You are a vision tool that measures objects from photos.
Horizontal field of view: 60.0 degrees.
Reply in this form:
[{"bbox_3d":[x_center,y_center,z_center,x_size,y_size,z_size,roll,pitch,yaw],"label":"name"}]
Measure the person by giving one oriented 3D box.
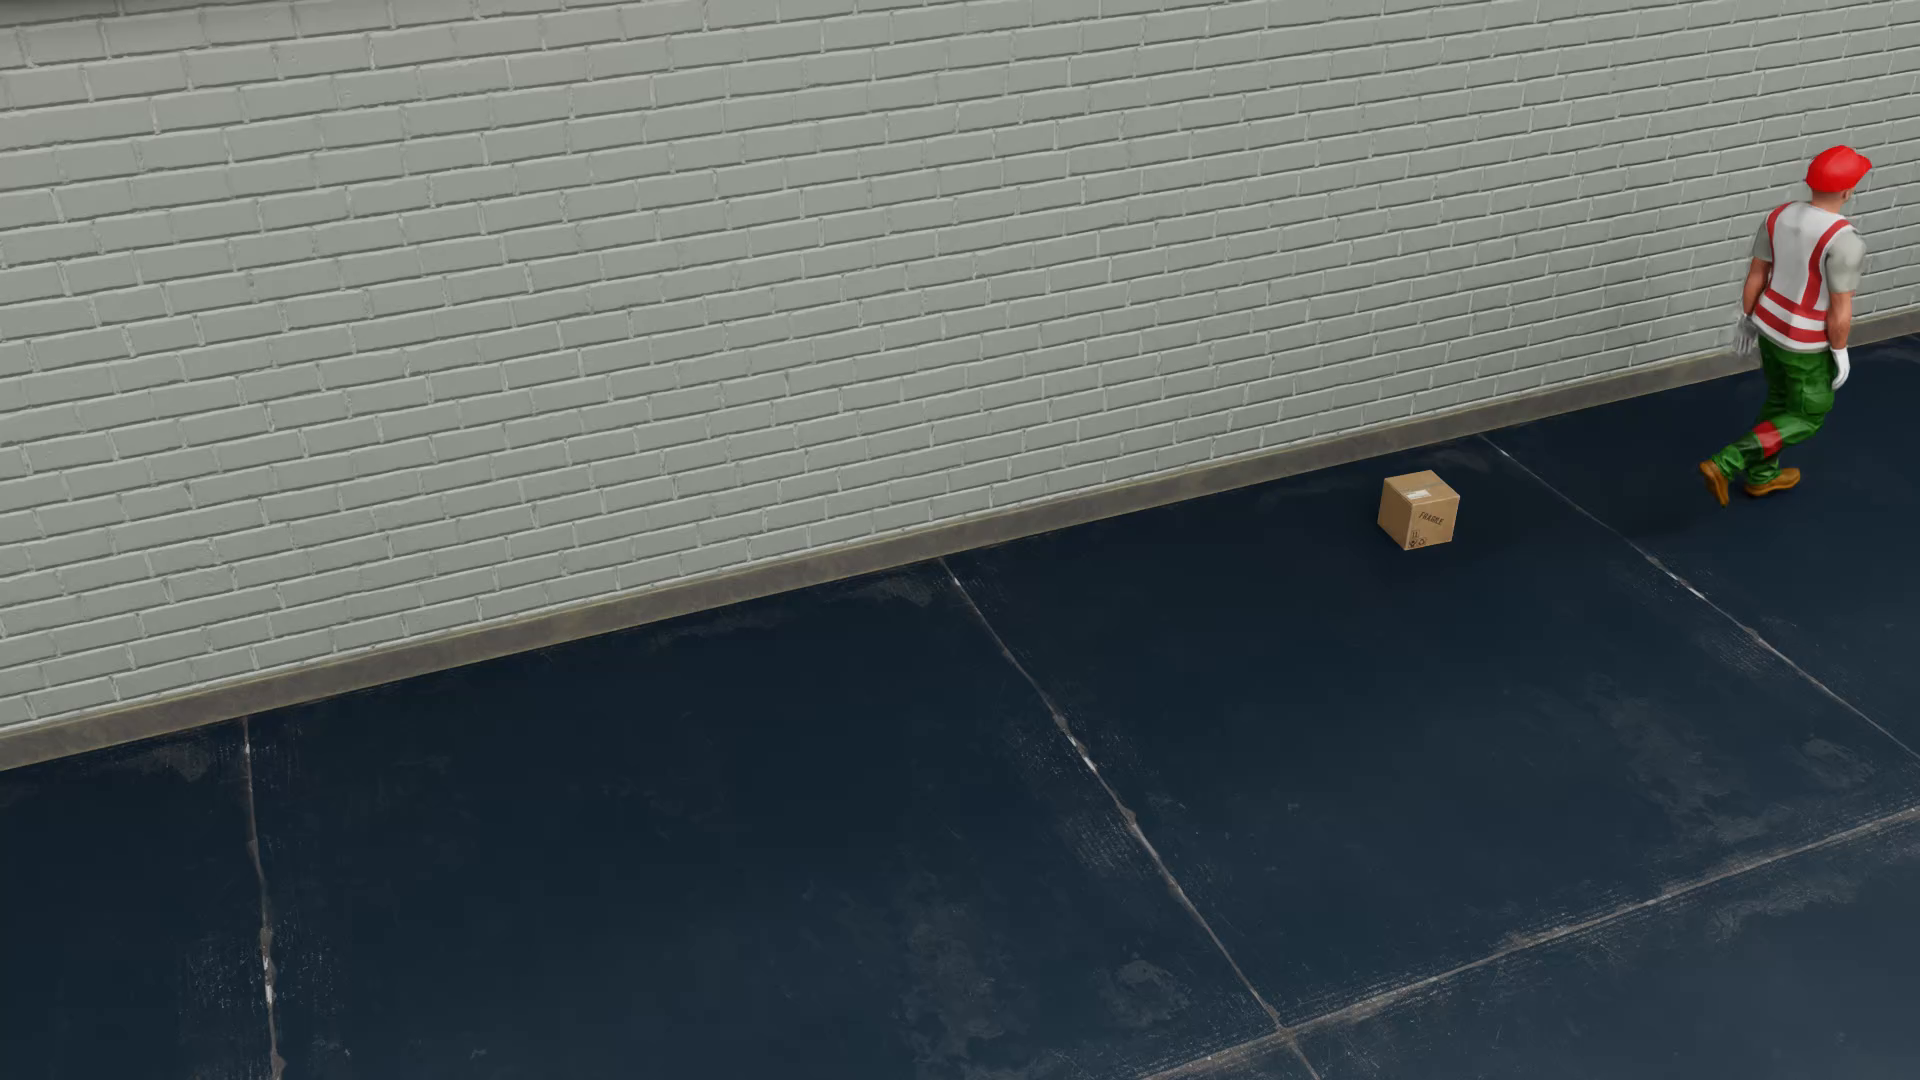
[{"bbox_3d":[3.753,-0.919,7.503,0.759,1.770,0.543,-9,34,-14],"label":"person"}]
